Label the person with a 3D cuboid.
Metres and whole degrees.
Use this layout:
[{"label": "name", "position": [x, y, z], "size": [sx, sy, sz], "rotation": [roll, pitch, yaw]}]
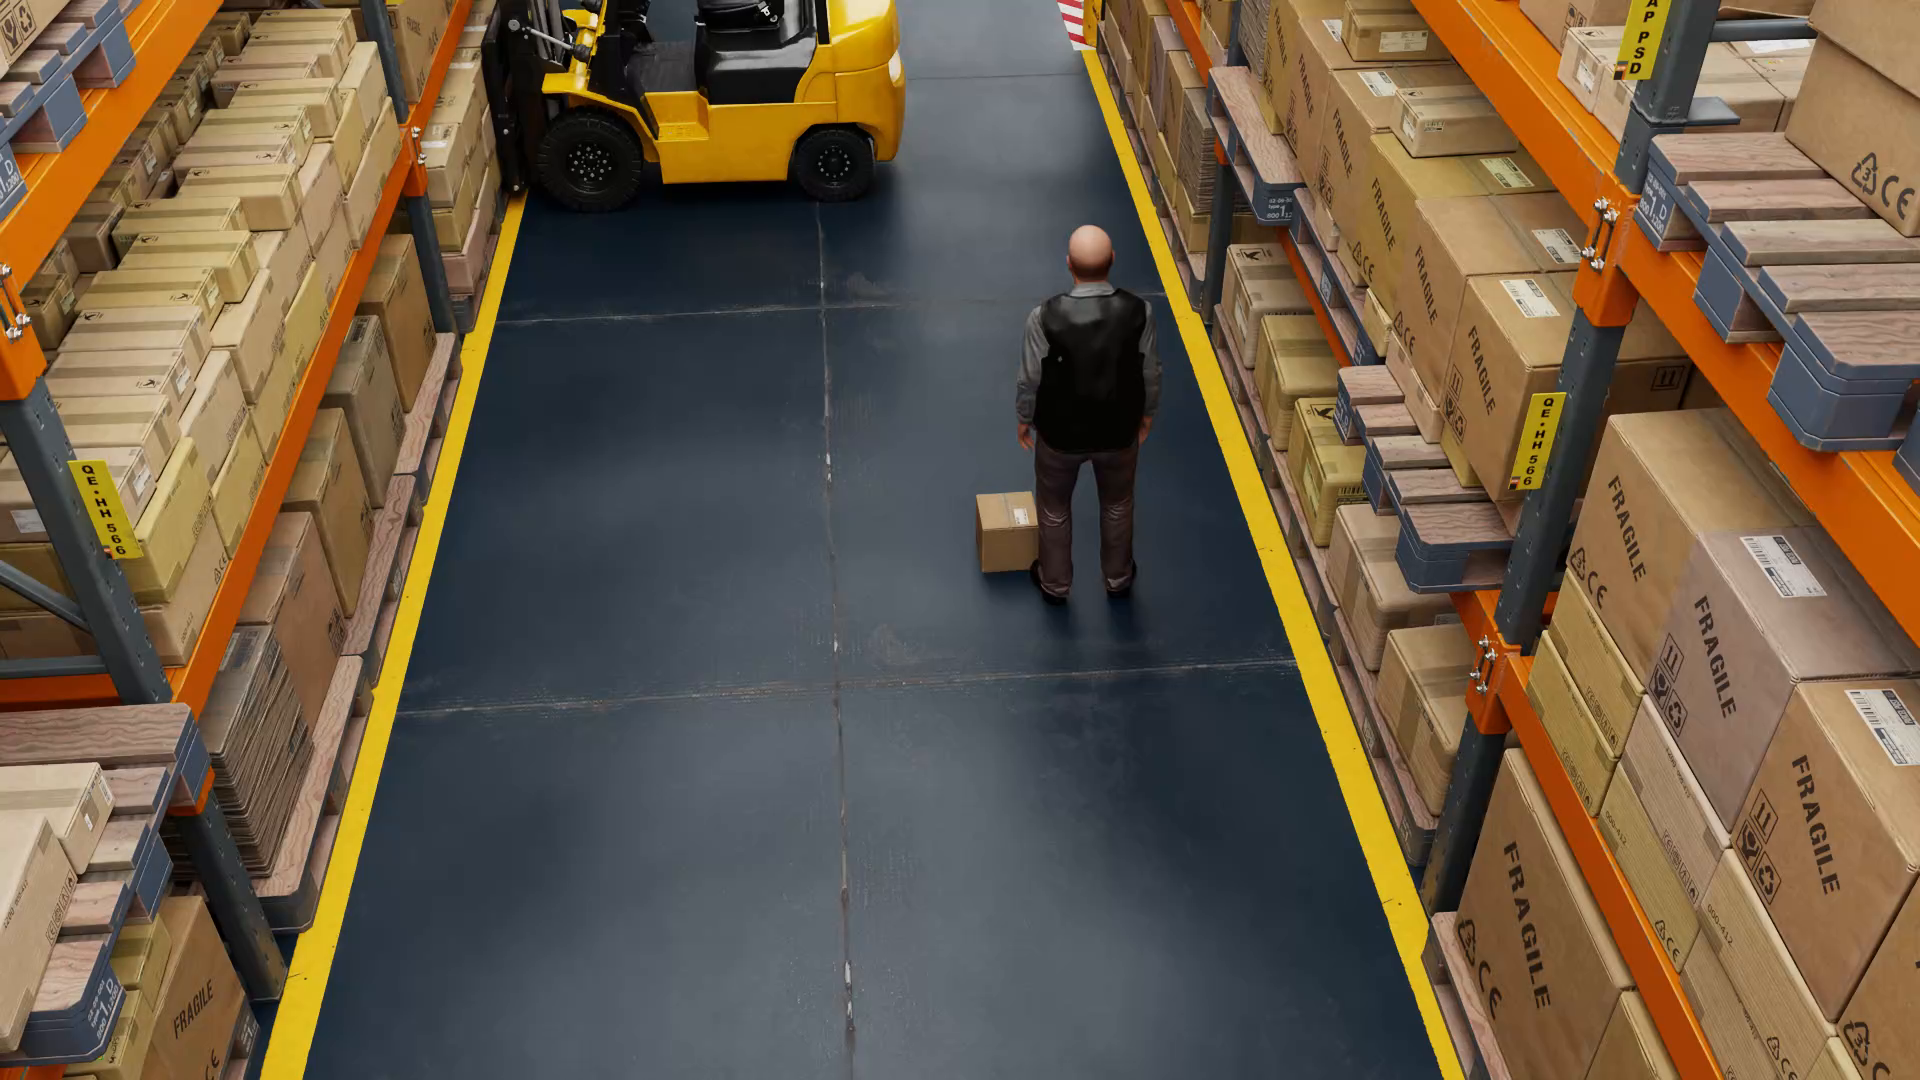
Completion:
[{"label": "person", "position": [0.515, -0.454, 6.736], "size": [0.580, 1.721, 0.417], "rotation": [-3, 39, -4]}]
